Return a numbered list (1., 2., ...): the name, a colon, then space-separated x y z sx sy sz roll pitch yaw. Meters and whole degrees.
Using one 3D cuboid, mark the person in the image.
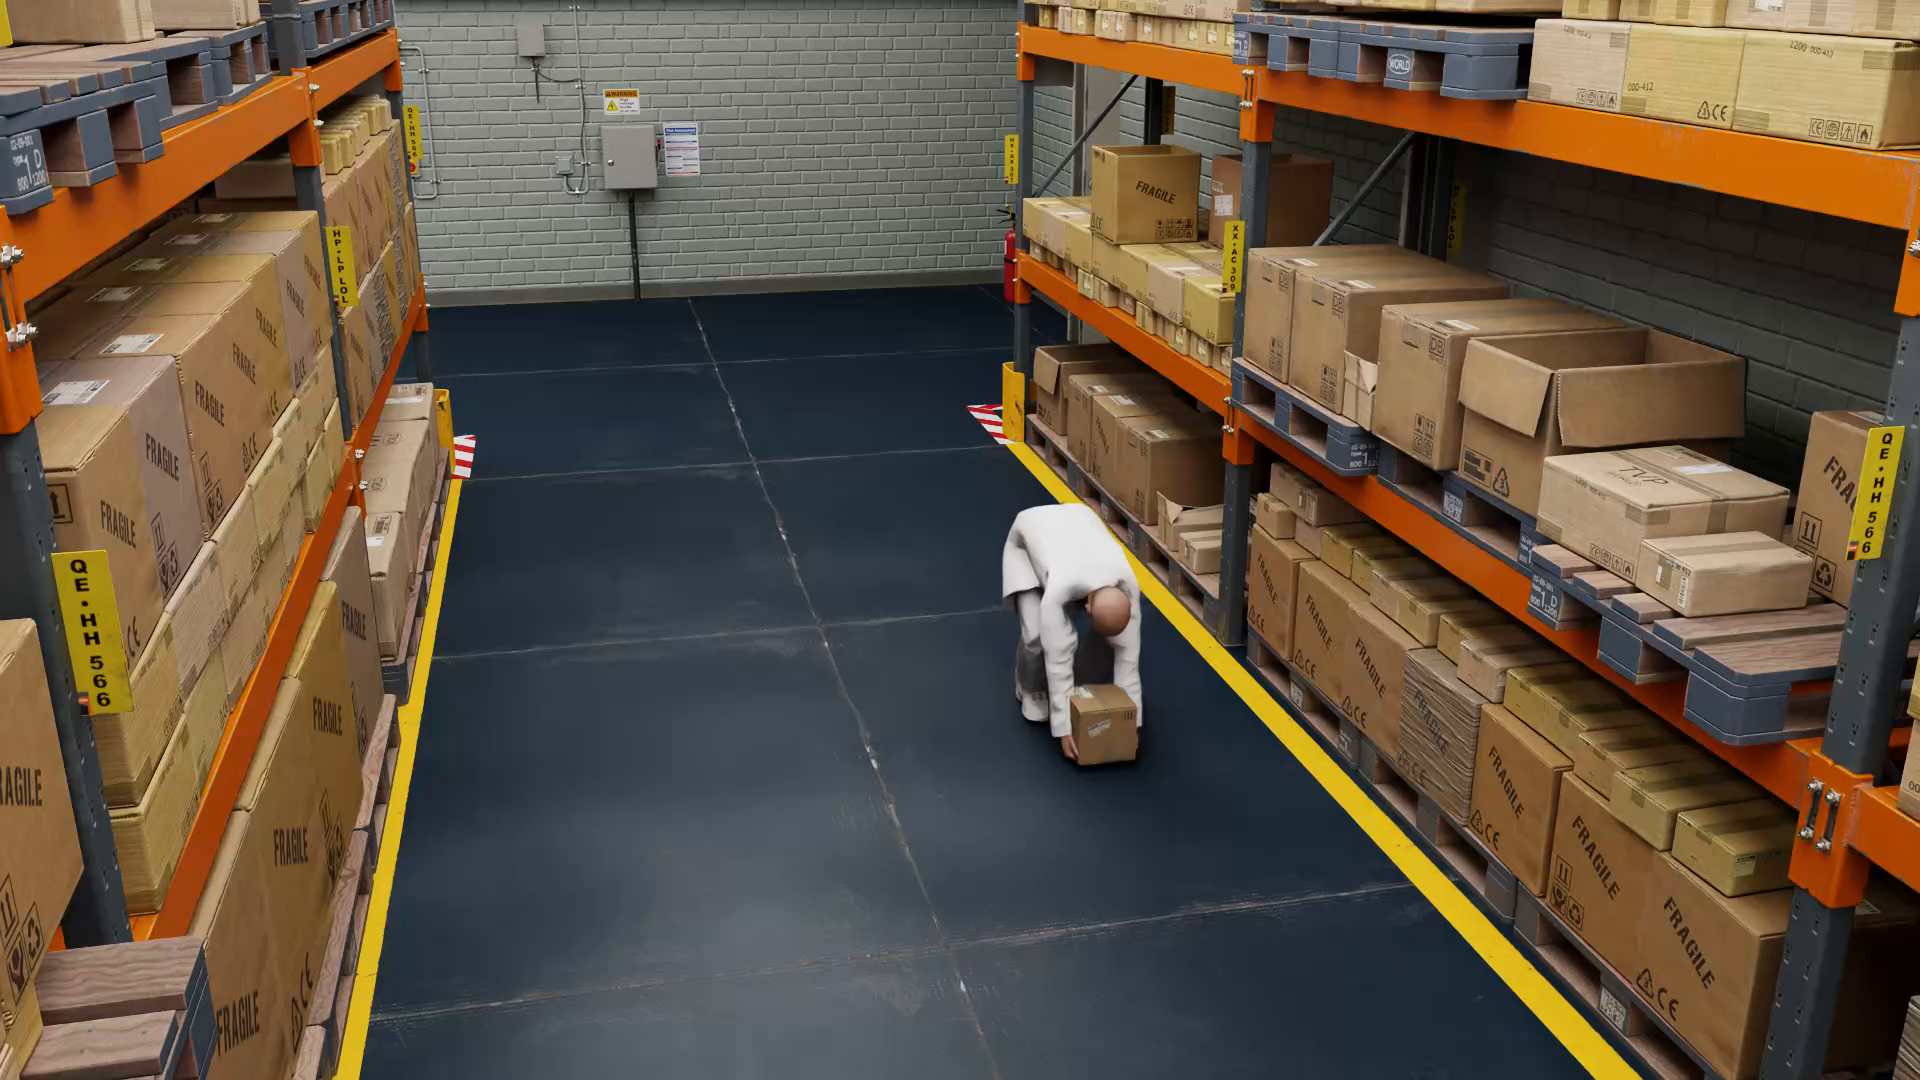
1. person: 0.511 0.359 7.287 0.594 0.964 0.952 -6 20 -16
